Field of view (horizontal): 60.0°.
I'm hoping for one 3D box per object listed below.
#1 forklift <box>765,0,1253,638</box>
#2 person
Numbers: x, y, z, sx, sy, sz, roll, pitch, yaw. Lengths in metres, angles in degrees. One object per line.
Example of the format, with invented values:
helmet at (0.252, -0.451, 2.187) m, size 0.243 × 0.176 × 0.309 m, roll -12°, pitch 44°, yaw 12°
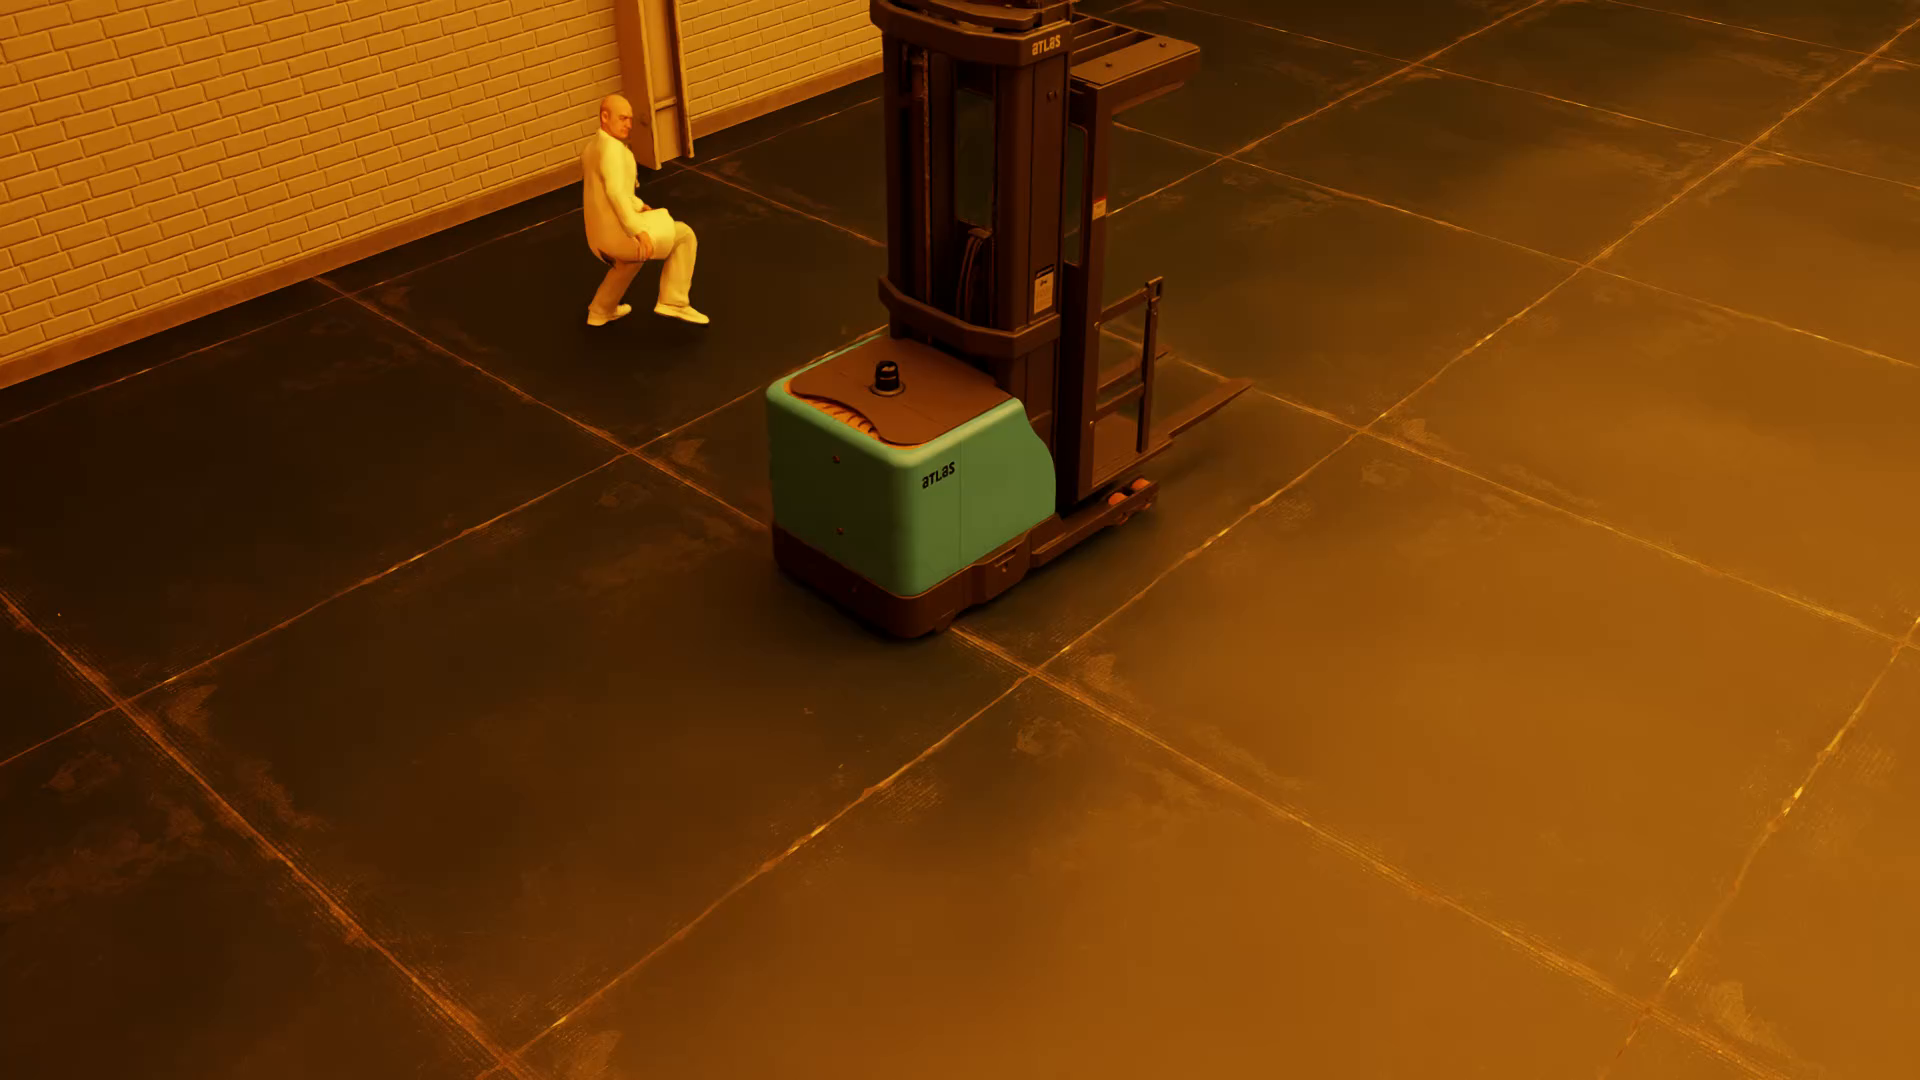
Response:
forklift at (0.430, -1.474, 8.358) m, size 1.130 × 2.935 × 3.031 m, roll 29°, pitch 44°, yaw 35°
person at (-2.013, -1.989, 10.376) m, size 0.688 × 1.546 × 0.841 m, roll -28°, pitch 44°, yaw -35°
